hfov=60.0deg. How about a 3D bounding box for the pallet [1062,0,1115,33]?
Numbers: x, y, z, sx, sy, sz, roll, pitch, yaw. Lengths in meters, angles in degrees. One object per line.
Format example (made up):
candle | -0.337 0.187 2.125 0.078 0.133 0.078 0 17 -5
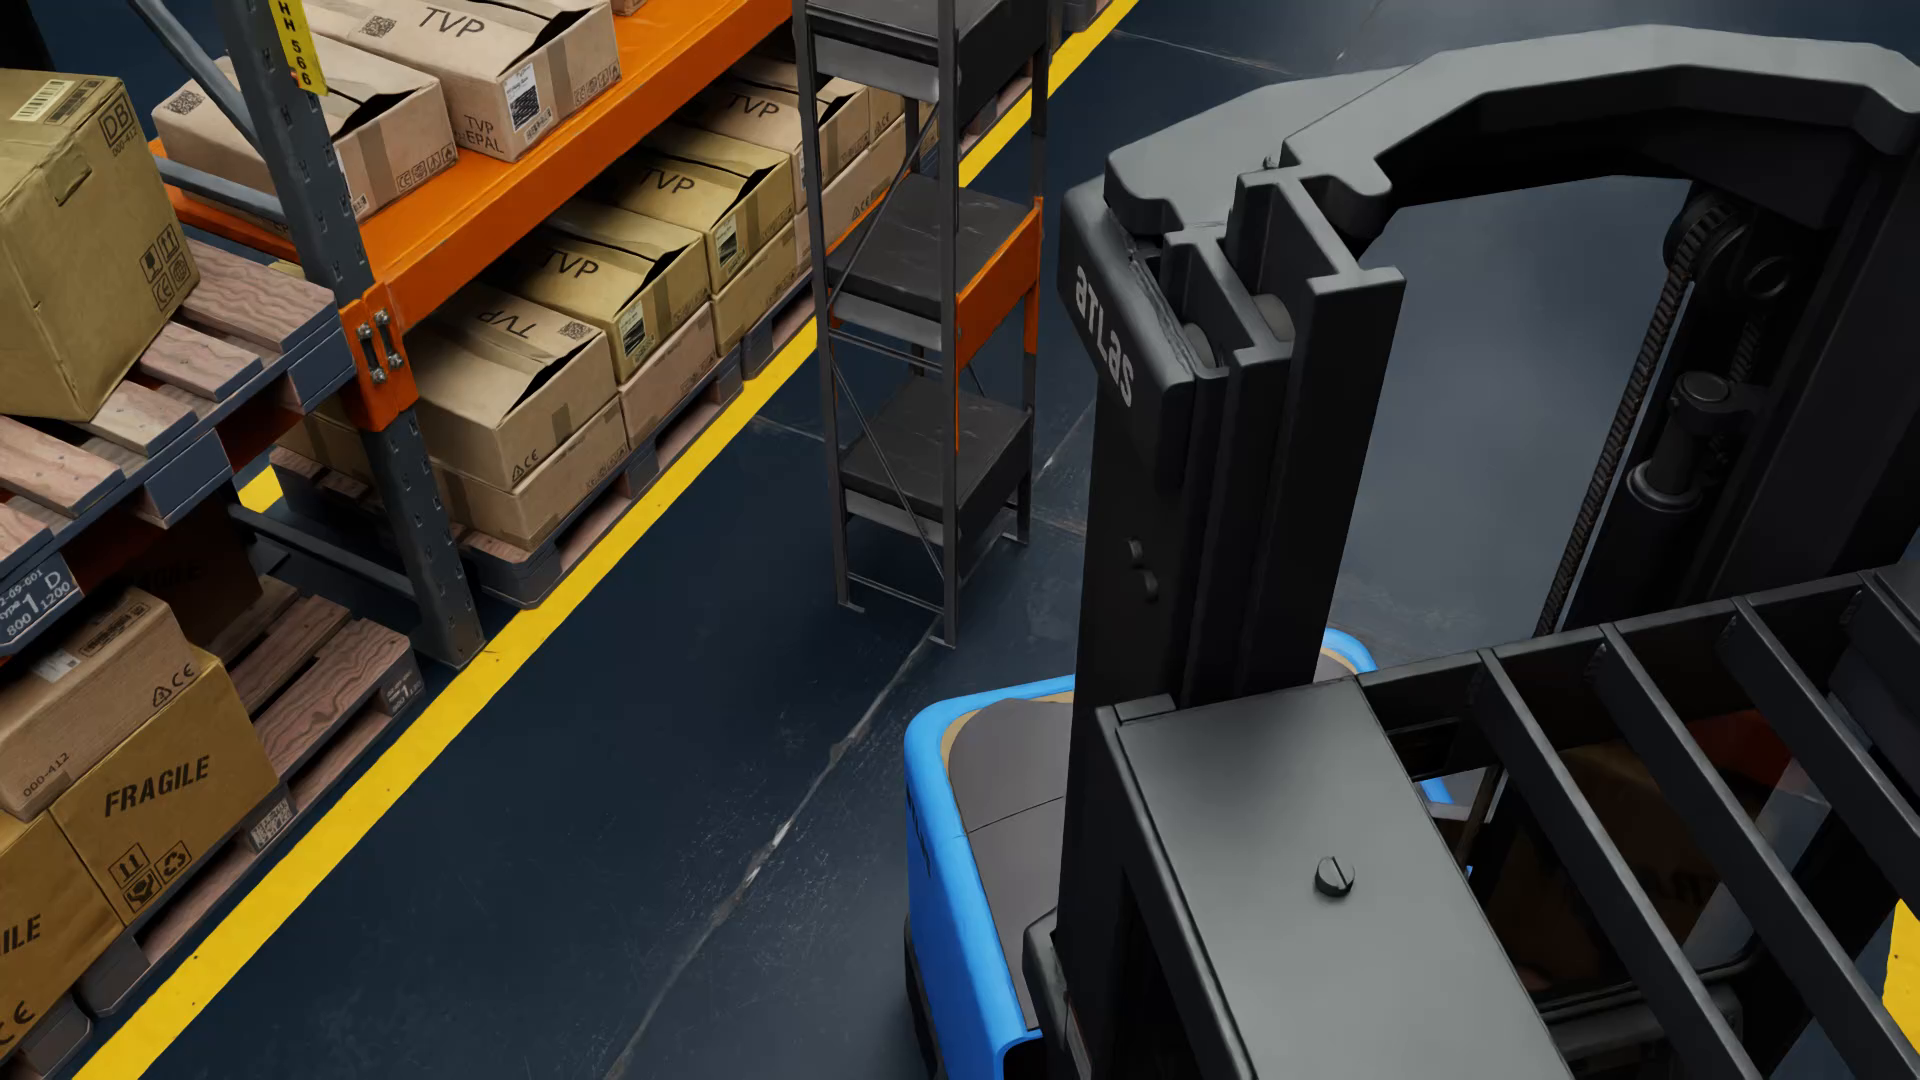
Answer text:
pallet | 0.388 -2.897 7.965 1.003 0.211 1.213 20 49 19

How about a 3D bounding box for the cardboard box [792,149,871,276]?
cardboard box | -0.665 -1.254 6.018 0.500 0.250 0.500 21 49 20

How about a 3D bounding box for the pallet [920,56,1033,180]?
pallet | -0.325 -1.933 7.012 1.003 0.211 1.213 20 49 19

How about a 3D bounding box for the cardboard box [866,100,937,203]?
cardboard box | -0.427 -1.574 6.334 0.500 0.250 0.500 21 49 20

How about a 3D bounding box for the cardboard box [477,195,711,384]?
cardboard box | -1.135 -0.815 5.190 0.500 0.311 0.500 19 48 18

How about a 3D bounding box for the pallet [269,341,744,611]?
pallet | -1.458 -0.396 5.493 1.003 0.211 1.213 20 49 19

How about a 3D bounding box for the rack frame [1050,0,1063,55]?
rack frame | -0.018 -3.390 6.492 1.000 3.000 0.127 20 49 19

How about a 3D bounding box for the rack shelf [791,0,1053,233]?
rack shelf | -0.077 -1.116 3.912 0.431 0.518 0.480 20 49 19

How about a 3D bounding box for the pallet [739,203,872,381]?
pallet | -0.891 -1.162 6.250 1.003 0.211 1.213 20 49 19

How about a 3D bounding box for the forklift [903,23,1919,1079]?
forklift | 0.728 0.998 2.203 1.130 2.935 3.031 -10 46 -10

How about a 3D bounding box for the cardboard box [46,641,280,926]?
cardboard box | -2.101 0.520 4.075 0.500 0.500 0.500 22 49 21

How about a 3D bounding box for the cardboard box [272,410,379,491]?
cardboard box | -1.847 -0.463 5.237 0.500 0.250 0.500 22 49 20

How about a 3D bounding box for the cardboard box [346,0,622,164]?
cardboard box | -1.288 -1.338 4.527 0.500 0.311 0.500 20 49 19

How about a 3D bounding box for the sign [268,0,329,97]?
sign | -1.390 -1.076 3.446 0.100 0.325 0.005 20 49 19

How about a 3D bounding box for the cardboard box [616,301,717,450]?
cardboard box | -1.139 -0.601 5.373 0.500 0.250 0.500 19 48 18

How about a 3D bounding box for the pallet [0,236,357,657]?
pallet | -2.127 -0.353 3.624 1.213 0.211 1.003 20 49 19

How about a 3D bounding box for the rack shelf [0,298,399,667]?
rack shelf | -2.803 0.643 3.012 1.077 0.370 4.000 20 49 19

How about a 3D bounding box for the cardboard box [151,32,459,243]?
cardboard box | -1.667 -1.054 4.245 0.500 0.311 0.500 23 50 21

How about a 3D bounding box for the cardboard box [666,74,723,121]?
cardboard box | -1.143 -1.621 5.987 0.500 0.311 0.500 22 49 20

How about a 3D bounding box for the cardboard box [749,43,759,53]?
cardboard box | -0.907 -1.950 6.312 0.500 0.311 0.500 19 48 18

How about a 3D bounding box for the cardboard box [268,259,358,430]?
cardboard box | -1.850 -0.660 5.037 0.500 0.311 0.500 22 49 20

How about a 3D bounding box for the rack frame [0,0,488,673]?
rack frame | -1.875 -0.870 4.001 1.000 3.000 0.127 20 49 19

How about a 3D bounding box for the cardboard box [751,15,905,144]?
cardboard box | -0.422 -1.775 6.139 0.500 0.311 0.500 20 49 19

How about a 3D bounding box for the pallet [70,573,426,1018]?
pallet | -2.255 0.568 4.540 1.003 0.211 1.213 20 49 19

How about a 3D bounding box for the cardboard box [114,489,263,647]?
cardboard box | -2.339 0.046 4.544 0.500 0.500 0.500 22 49 21

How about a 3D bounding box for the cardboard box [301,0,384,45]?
cardboard box | -1.702 -1.440 4.741 0.380 0.149 0.250 20 49 19

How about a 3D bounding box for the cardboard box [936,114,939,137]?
cardboard box | -0.190 -1.896 6.653 0.500 0.250 0.500 20 49 18

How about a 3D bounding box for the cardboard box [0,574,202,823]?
cardboard box | -2.124 0.294 3.772 0.500 0.250 0.500 22 49 21

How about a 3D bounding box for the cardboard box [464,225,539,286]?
cardboard box | -1.614 -0.989 5.363 0.500 0.311 0.500 20 49 18

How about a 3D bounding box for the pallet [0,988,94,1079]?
pallet | -2.822 1.333 3.784 1.003 0.211 1.213 20 49 19

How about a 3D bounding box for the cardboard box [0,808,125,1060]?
cardboard box | -2.342 0.846 3.753 0.500 0.500 0.500 19 48 18

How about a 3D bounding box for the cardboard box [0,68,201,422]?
cardboard box | -2.067 -0.619 3.387 0.700 0.500 0.500 6 46 6

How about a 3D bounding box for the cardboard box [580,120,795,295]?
cardboard box | -0.896 -1.136 5.507 0.500 0.311 0.500 19 48 18

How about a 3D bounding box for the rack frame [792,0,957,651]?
rack frame | -0.190 -0.480 4.248 0.400 2.100 0.015 20 49 19

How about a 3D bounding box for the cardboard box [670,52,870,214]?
cardboard box | -0.658 -1.460 5.827 0.500 0.311 0.500 20 49 19

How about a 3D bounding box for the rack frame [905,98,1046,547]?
rack frame | 0.036 -0.788 4.552 0.400 2.100 0.015 20 49 19

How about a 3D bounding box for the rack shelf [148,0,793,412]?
rack shelf | -0.946 -1.877 5.502 1.077 0.370 4.000 20 49 19

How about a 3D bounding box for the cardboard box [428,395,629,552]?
cardboard box | -1.372 -0.284 5.060 0.500 0.250 0.500 20 49 19

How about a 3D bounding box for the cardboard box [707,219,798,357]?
cardboard box | -0.903 -0.931 5.699 0.500 0.250 0.500 19 48 18

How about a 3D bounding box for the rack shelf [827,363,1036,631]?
rack shelf | -0.077 -0.132 4.908 0.431 0.518 0.480 20 49 19

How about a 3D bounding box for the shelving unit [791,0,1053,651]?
shelving unit | -0.077 -0.634 4.400 0.431 2.100 0.503 20 49 19

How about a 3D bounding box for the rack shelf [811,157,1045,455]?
rack shelf | -0.077 -0.624 4.410 0.431 0.518 0.480 20 49 19

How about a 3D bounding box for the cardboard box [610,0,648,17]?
cardboard box | -1.110 -1.968 5.016 0.500 0.500 0.500 18 48 17

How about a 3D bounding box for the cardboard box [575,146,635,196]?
cardboard box | -1.378 -1.306 5.676 0.500 0.311 0.500 20 49 19

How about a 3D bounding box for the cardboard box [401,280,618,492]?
cardboard box | -1.372 -0.481 4.861 0.500 0.311 0.500 22 49 20
